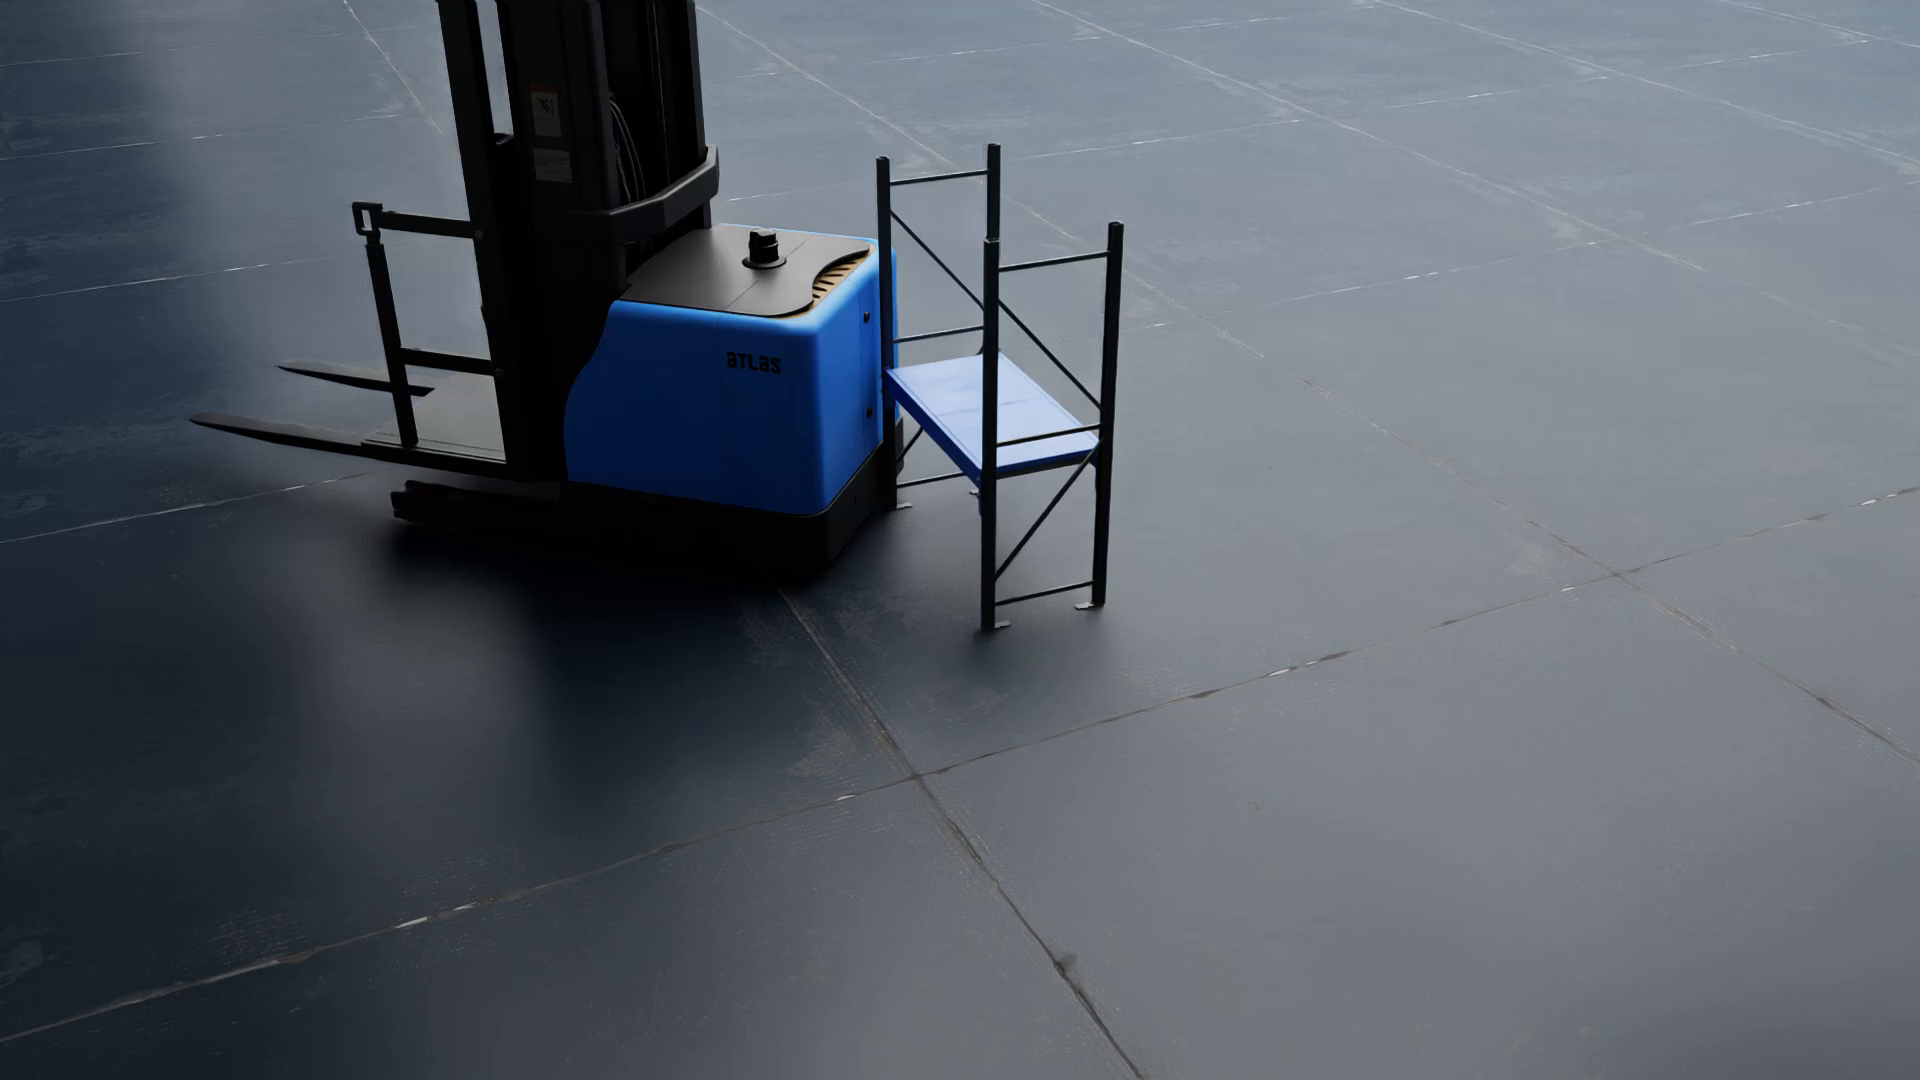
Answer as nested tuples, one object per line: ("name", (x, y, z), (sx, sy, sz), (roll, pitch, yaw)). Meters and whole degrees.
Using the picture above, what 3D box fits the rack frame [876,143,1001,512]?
("rack frame", (-0.079, -0.825, 6.688), (0.500, 1.500, 0.032), (-12, 31, -20))

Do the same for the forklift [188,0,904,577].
("forklift", (-1.817, -1.545, 6.509), (3.031, 2.935, 1.130), (9, 30, 15))

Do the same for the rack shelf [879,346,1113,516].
("rack shelf", (0.117, -0.439, 6.367), (0.538, 0.185, 1.000), (-12, 31, -20))

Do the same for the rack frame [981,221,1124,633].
("rack frame", (0.314, -0.367, 5.870), (0.500, 1.500, 0.032), (-12, 31, -20))

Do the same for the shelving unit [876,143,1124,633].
("shelving unit", (0.117, -0.596, 6.279), (0.538, 1.500, 1.048), (-12, 31, -20))
